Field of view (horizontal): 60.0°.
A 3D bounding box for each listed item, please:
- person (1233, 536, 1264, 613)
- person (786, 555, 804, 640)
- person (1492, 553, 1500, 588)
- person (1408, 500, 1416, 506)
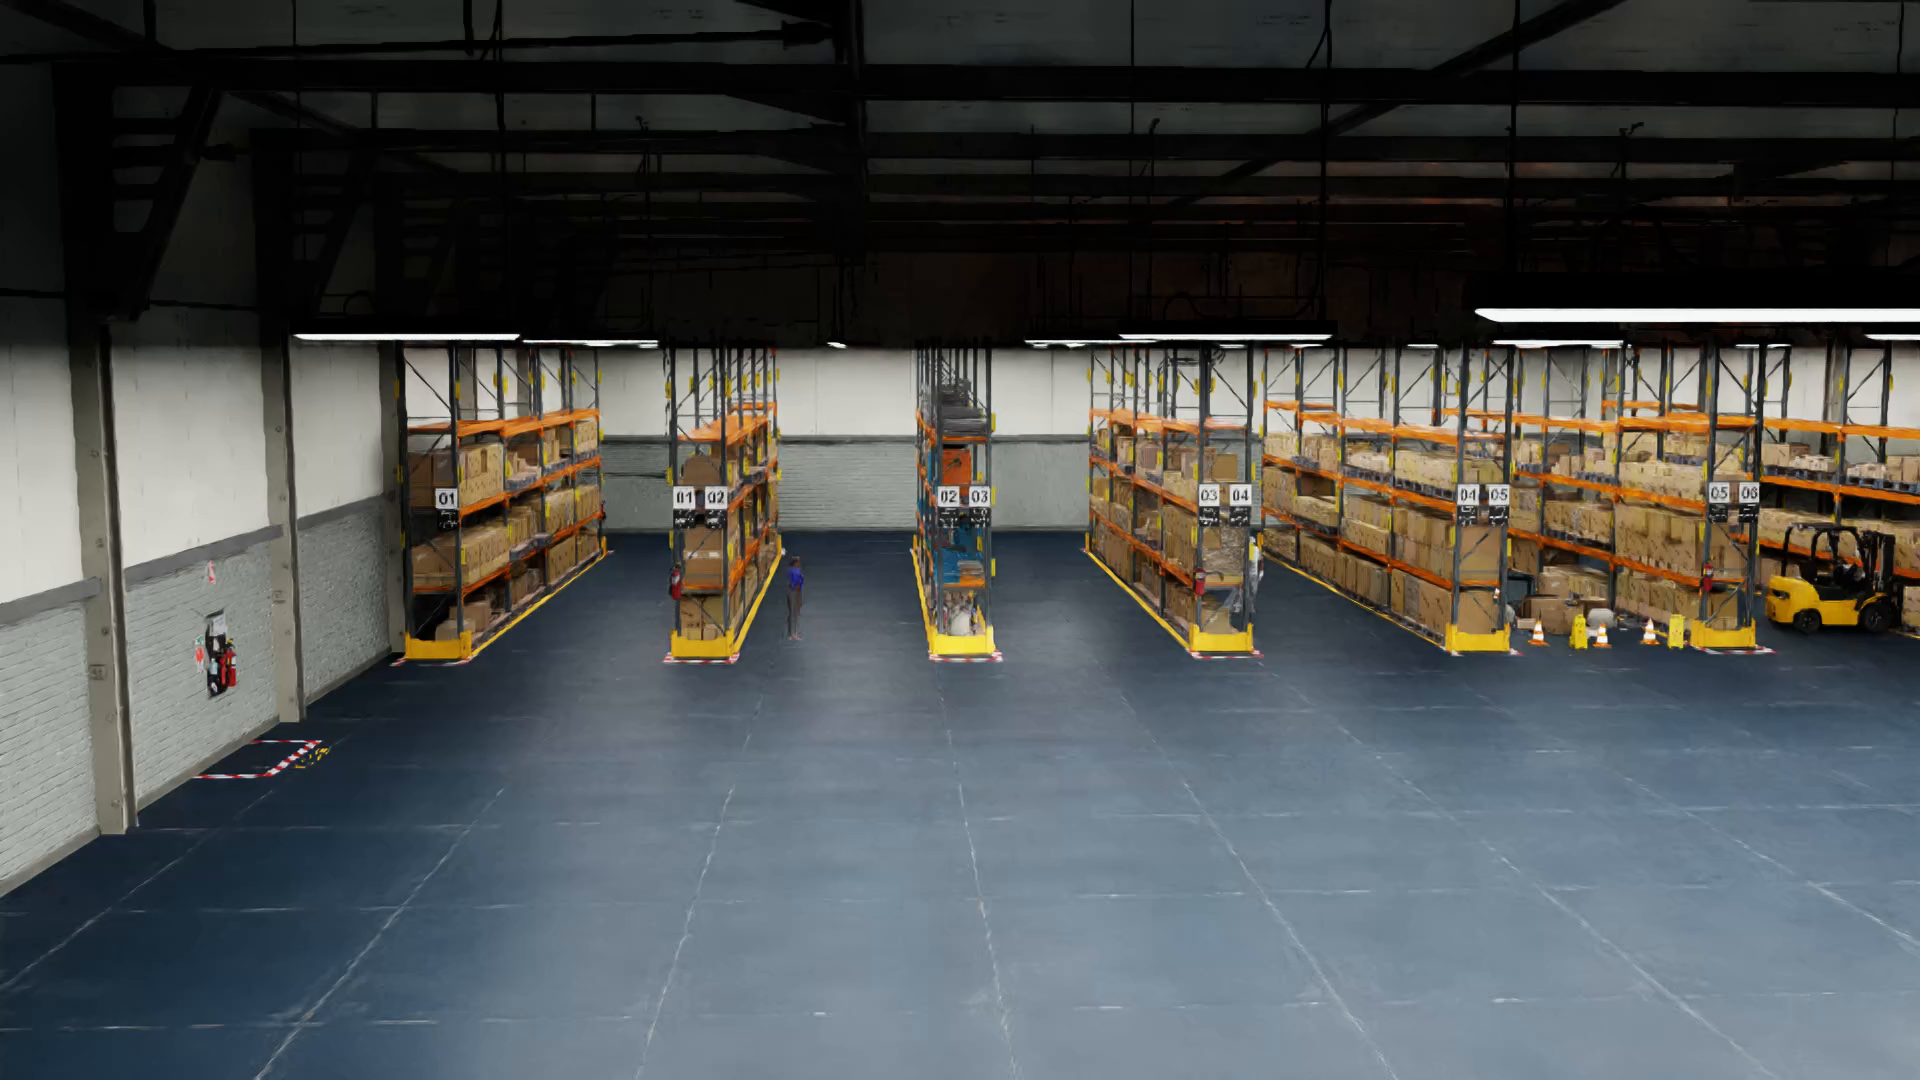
[{"bbox_3d":[6.271,0.757,36.240,0.702,1.735,0.549,-1,7,-5],"label":"person"},{"bbox_3d":[-3.276,1.134,33.123,0.375,1.644,0.570,-3,7,-25],"label":"person"},{"bbox_3d":[12.902,0.224,40.307,0.571,1.710,0.639,2,7,21],"label":"person"},{"bbox_3d":[12.629,-0.340,46.439,0.360,1.573,0.530,0,6,2],"label":"person"}]
